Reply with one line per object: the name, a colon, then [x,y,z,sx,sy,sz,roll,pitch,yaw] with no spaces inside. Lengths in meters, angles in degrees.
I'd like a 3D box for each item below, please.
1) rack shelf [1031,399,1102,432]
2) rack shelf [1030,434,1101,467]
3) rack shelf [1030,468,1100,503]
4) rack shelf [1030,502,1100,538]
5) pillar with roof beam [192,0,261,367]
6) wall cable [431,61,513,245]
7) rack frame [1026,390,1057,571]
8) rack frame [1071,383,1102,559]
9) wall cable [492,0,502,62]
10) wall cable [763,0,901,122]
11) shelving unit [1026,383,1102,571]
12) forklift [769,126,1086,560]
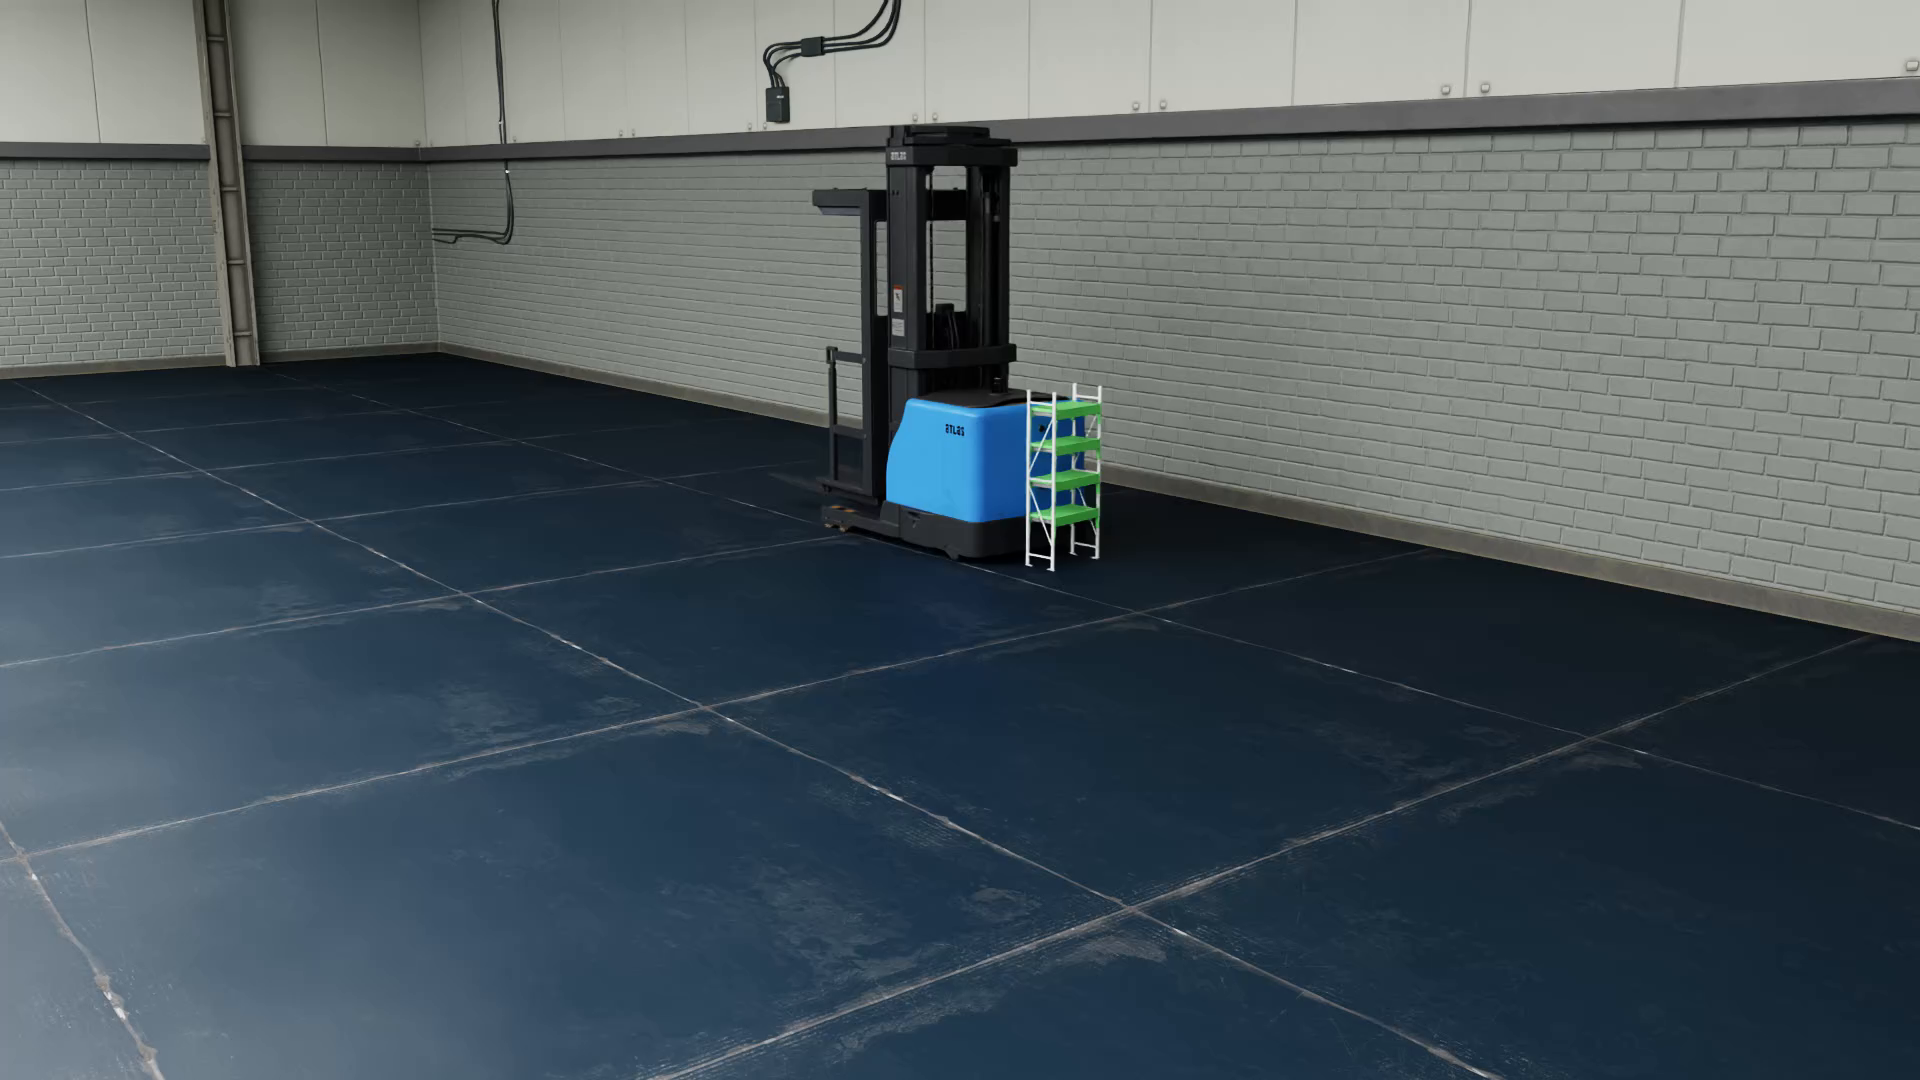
rack shelf: [0.706,-0.840,11.195,0.258,0.148,0.480,11,16,41]
rack shelf: [0.706,-0.606,11.245,0.258,0.148,0.480,11,16,41]
rack shelf: [0.706,-0.371,11.294,0.258,0.148,0.480,11,16,41]
rack shelf: [0.706,-0.136,11.344,0.258,0.148,0.480,11,16,41]
pillar with roof beam: [-7.679,-6.236,19.830,0.400,9.000,9.100,-9,15,-38]
wall cable: [-7.242,-5.583,24.231,0.112,2.526,3.097,-9,15,-38]
rack frame: [0.541,-0.396,11.105,0.240,1.200,0.015,11,16,41]
rack frame: [0.870,-0.471,11.458,0.240,1.200,0.015,11,16,41]
wall cable: [-5.552,-7.614,21.640,0.112,2.526,3.097,-9,15,-38]
wall cable: [-1.324,-7.223,16.294,0.169,6.003,2.305,-9,15,-38]
shelving unit: [0.706,-0.433,11.281,0.258,1.200,0.503,11,16,41]
forklift: [-0.393,-1.552,12.382,1.130,2.935,3.031,-9,15,-36]
